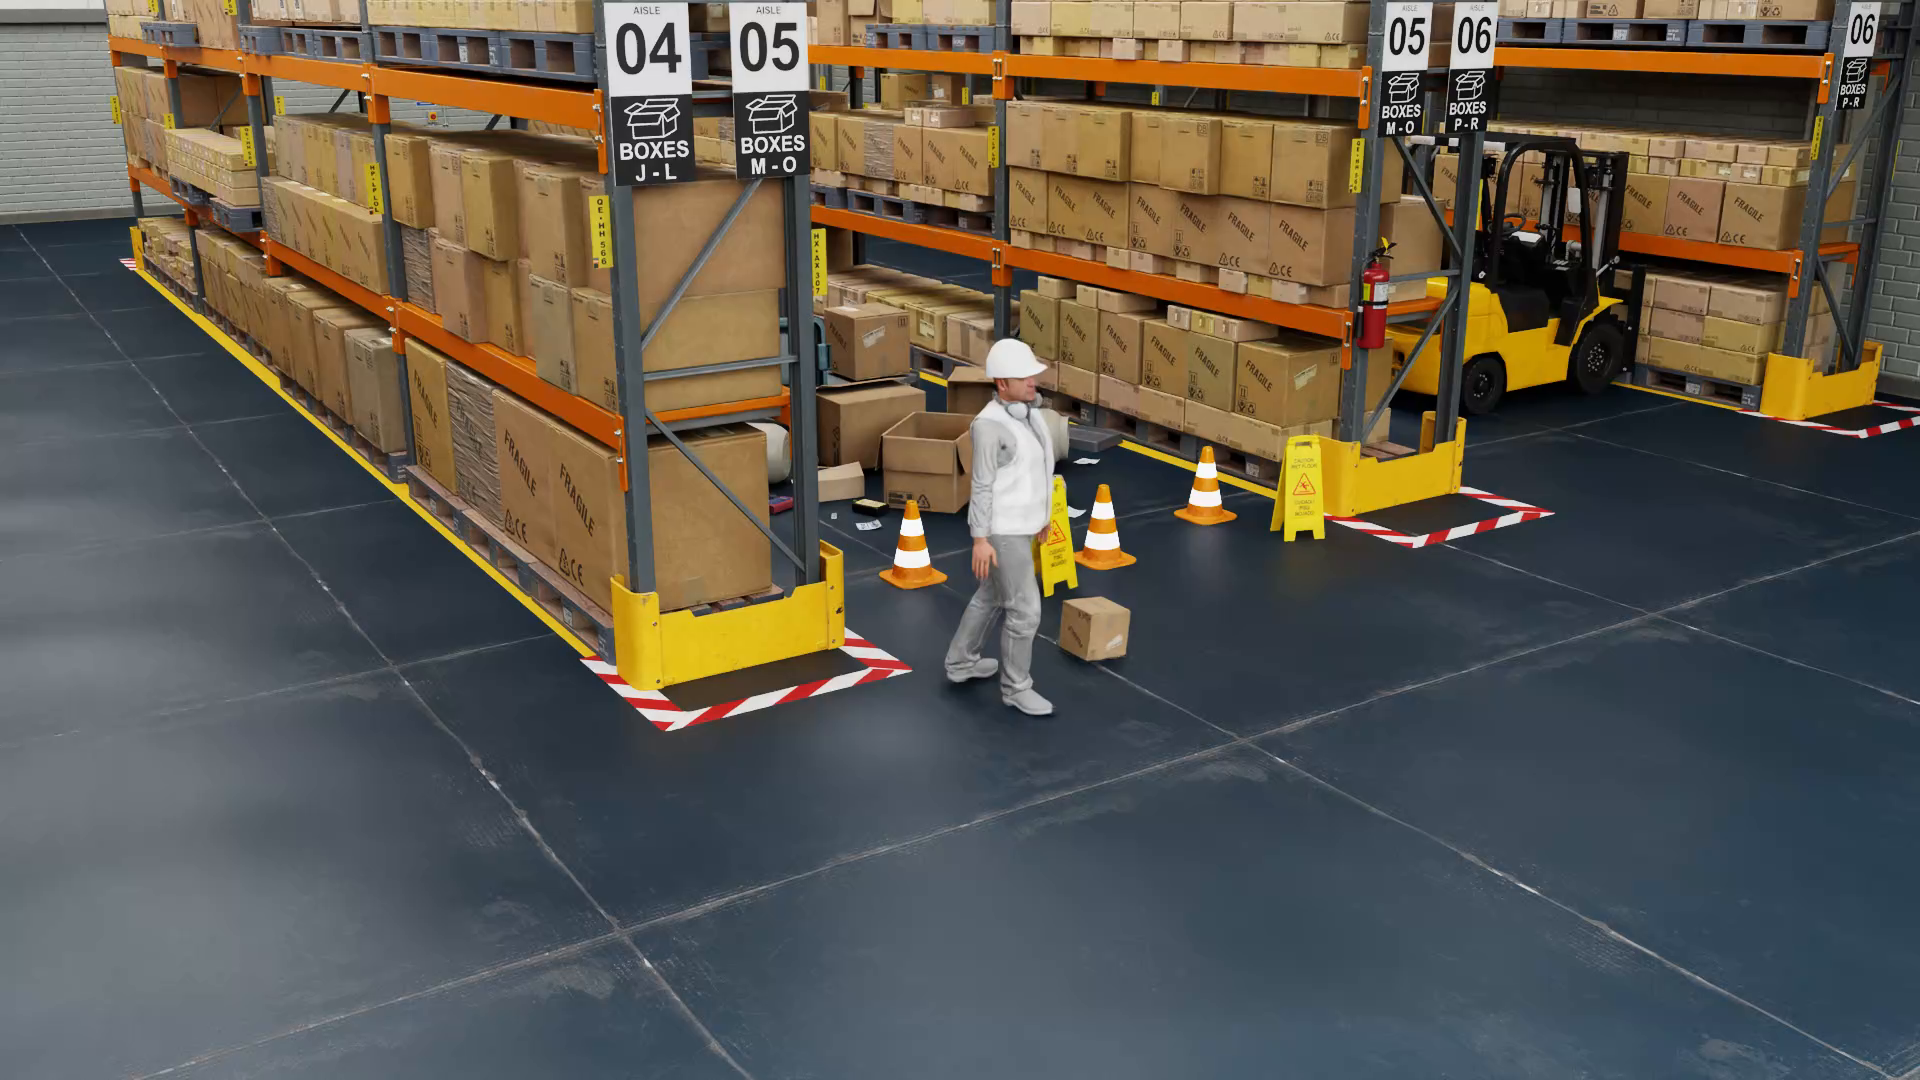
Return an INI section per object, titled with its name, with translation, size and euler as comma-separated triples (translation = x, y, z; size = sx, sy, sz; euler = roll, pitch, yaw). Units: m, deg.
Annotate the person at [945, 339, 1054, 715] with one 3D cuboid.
[person]
translation = 0.191, -0.076, 7.756
size = 0.608, 1.764, 0.592
euler = 7, 19, 19
